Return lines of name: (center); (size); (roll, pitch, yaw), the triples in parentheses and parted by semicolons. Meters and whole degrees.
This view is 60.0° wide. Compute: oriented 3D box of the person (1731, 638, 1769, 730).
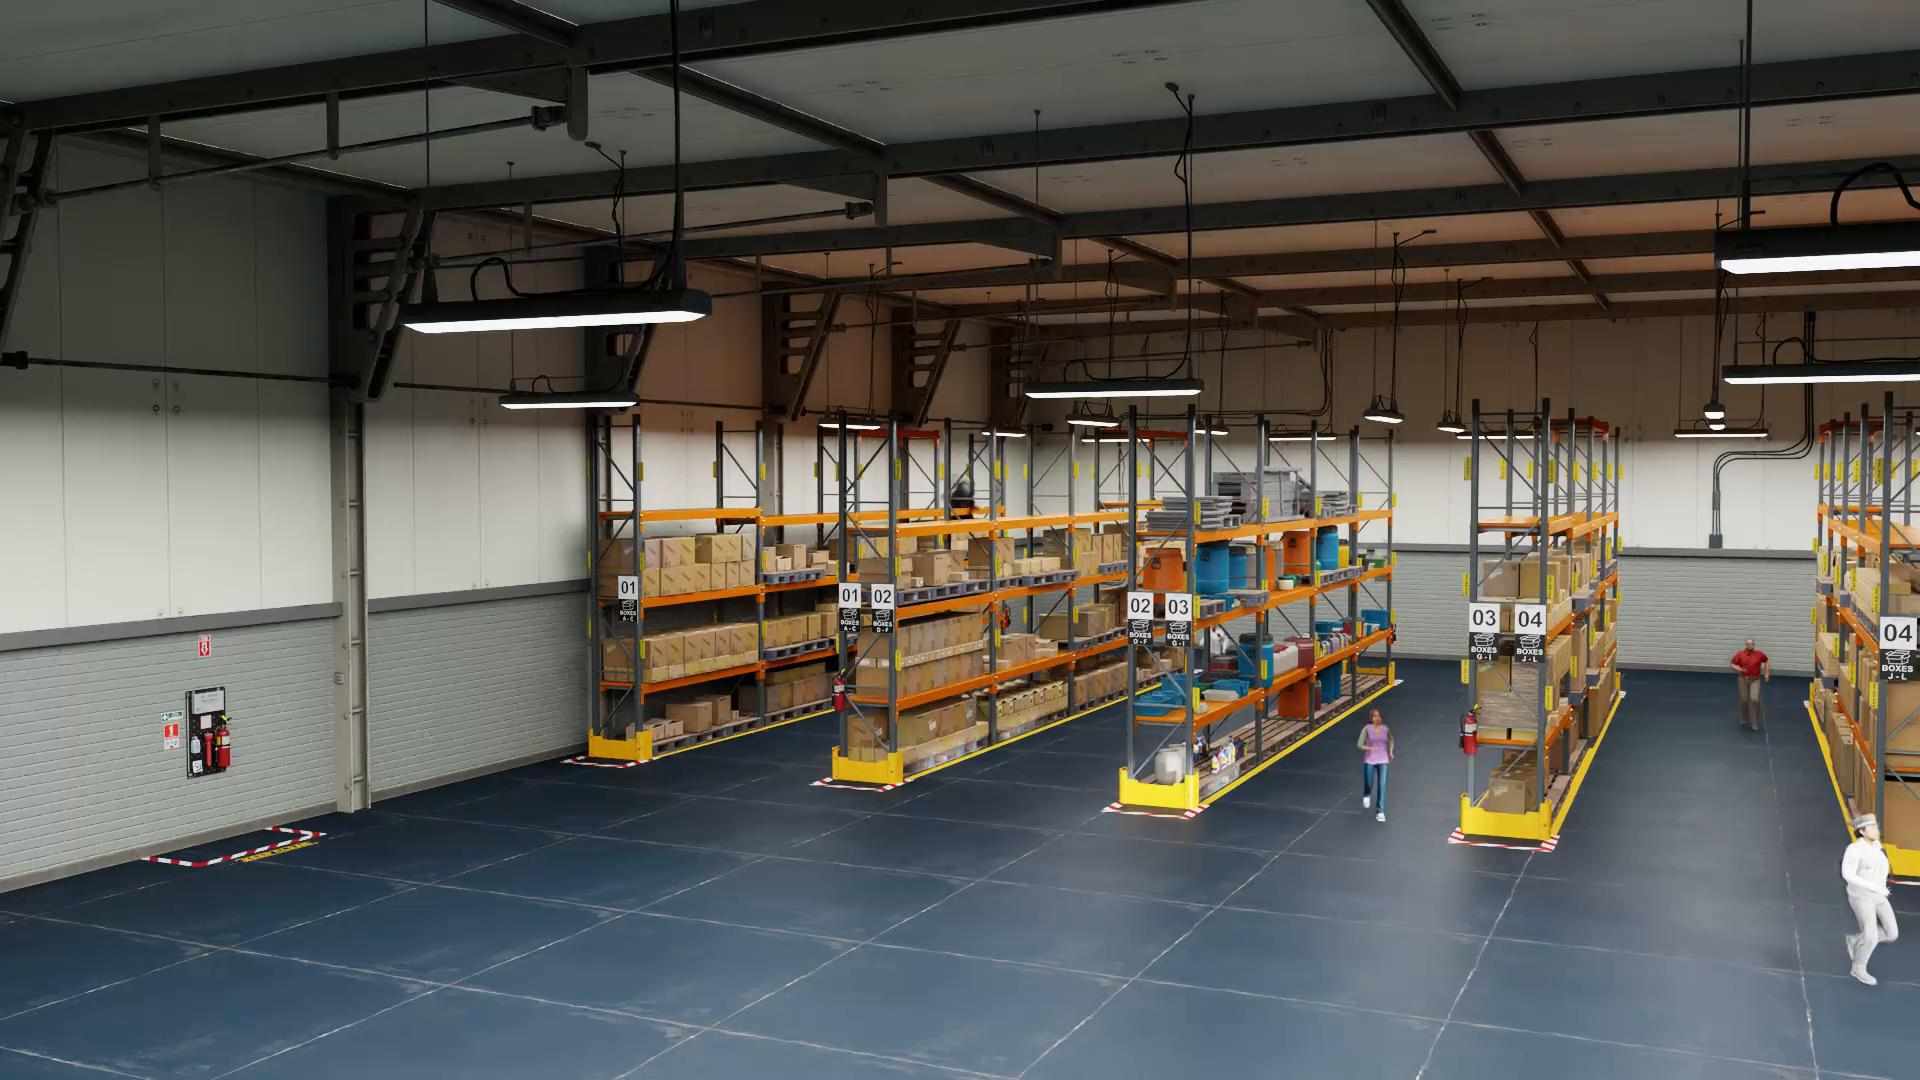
person: (15.426, 2.827, 32.478); (0.683, 1.821, 0.783); (1, 3, 25)

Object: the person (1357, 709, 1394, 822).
person: (6.011, 3.220, 24.017); (0.552, 1.574, 0.819); (0, 2, 5)

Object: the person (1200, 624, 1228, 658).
person: (5.764, 2.600, 37.789); (0.615, 1.670, 0.826); (0, 2, 12)

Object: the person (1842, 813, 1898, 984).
person: (8.920, 3.502, 16.315); (0.658, 1.665, 0.561); (-1, 3, -27)
